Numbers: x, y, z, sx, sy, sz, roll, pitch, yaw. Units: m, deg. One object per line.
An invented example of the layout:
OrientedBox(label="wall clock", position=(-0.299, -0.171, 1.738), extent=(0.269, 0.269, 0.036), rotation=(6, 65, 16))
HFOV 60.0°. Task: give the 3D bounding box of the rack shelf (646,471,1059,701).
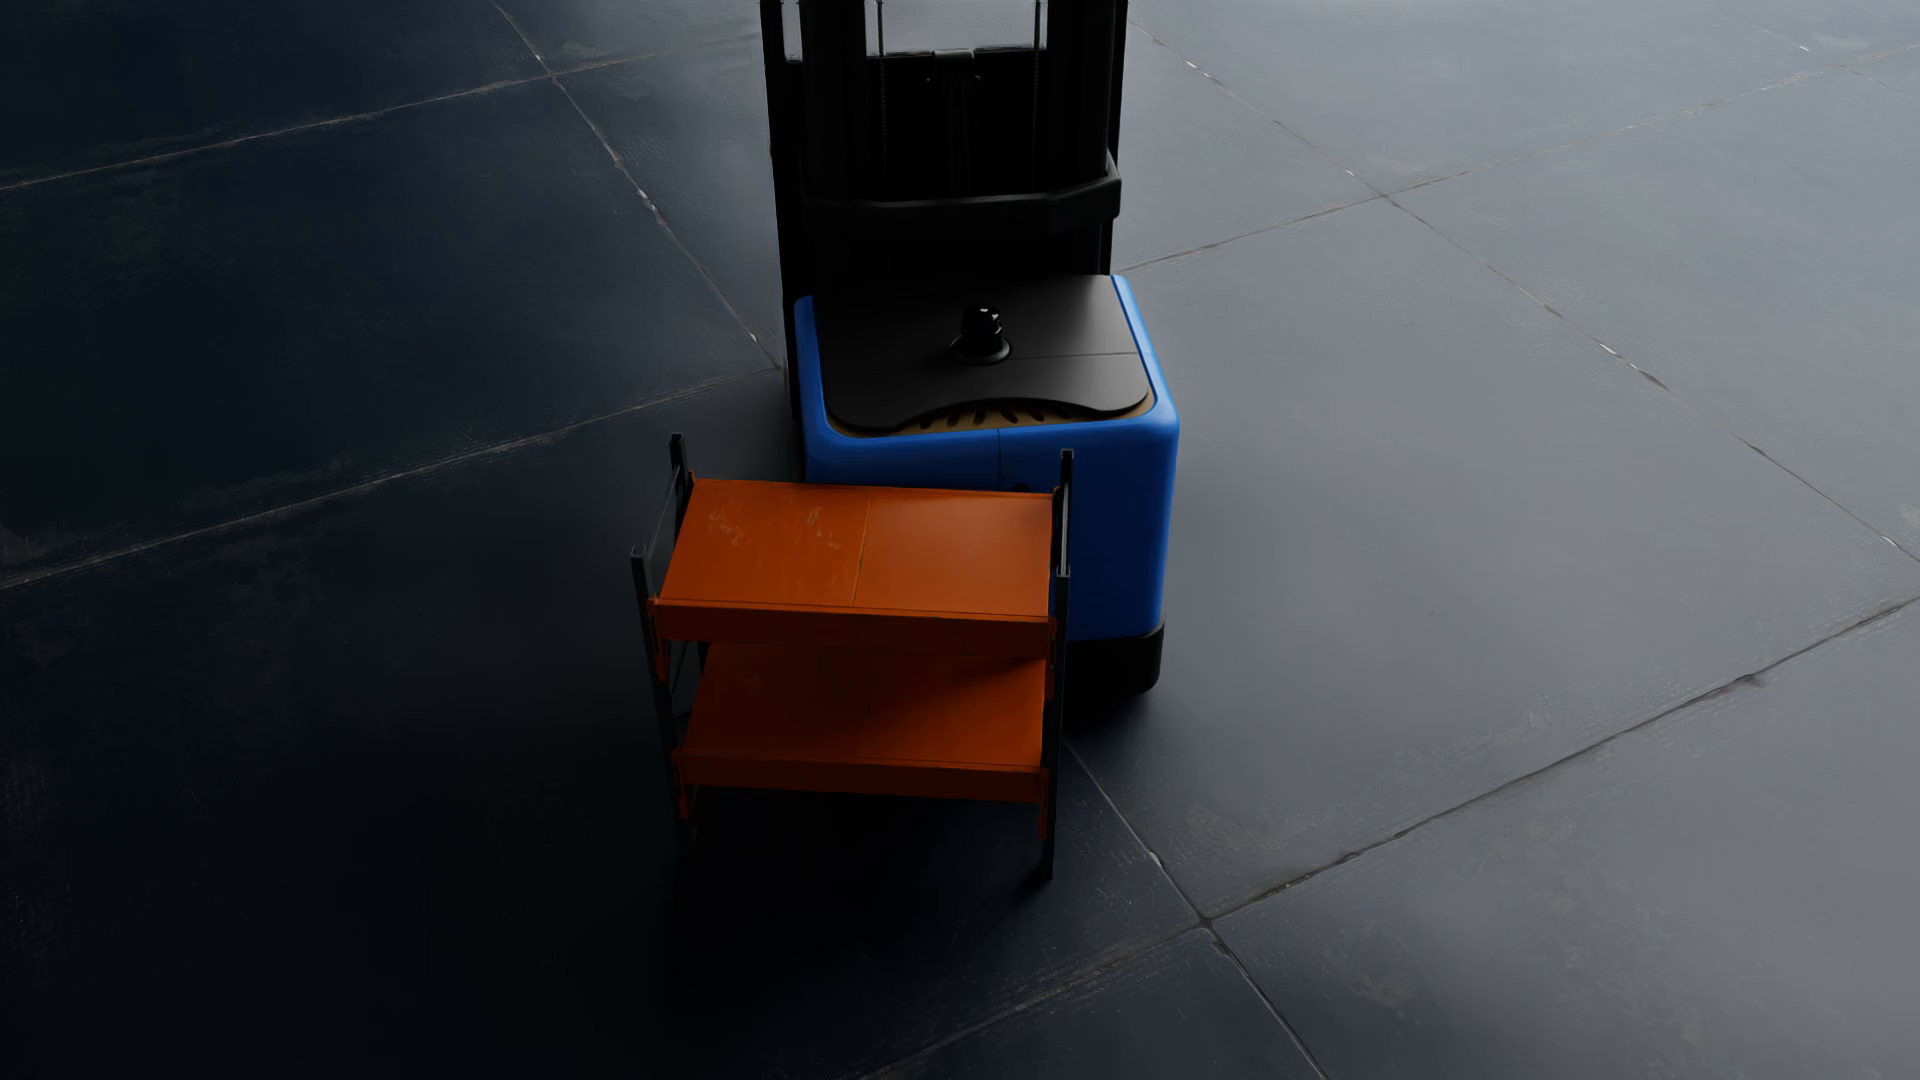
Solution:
OrientedBox(label="rack shelf", position=(-0.247, 0.109, 4.297), extent=(1.000, 0.278, 0.538), rotation=(3, 40, 3))

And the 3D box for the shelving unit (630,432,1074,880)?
OrientedBox(label="shelving unit", position=(-0.247, 0.333, 4.487), extent=(1.048, 1.125, 0.538), rotation=(3, 40, 3))

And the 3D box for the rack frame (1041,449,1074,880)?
OrientedBox(label="rack frame", position=(0.260, 0.355, 4.460), extent=(0.032, 1.125, 0.500), rotation=(3, 40, 3))

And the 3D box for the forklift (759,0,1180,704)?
OrientedBox(label="forklift", position=(-0.078, -1.525, 5.283), extent=(1.130, 2.935, 3.031), rotation=(-5, 40, -5))

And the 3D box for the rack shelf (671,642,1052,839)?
OrientedBox(label="rack shelf", position=(-0.247, 0.519, 4.645), extent=(1.000, 0.278, 0.538), rotation=(3, 40, 3))

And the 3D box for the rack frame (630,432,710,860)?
OrientedBox(label="rack frame", position=(-0.754, 0.310, 4.513), extent=(0.032, 1.125, 0.500), rotation=(3, 40, 3))
